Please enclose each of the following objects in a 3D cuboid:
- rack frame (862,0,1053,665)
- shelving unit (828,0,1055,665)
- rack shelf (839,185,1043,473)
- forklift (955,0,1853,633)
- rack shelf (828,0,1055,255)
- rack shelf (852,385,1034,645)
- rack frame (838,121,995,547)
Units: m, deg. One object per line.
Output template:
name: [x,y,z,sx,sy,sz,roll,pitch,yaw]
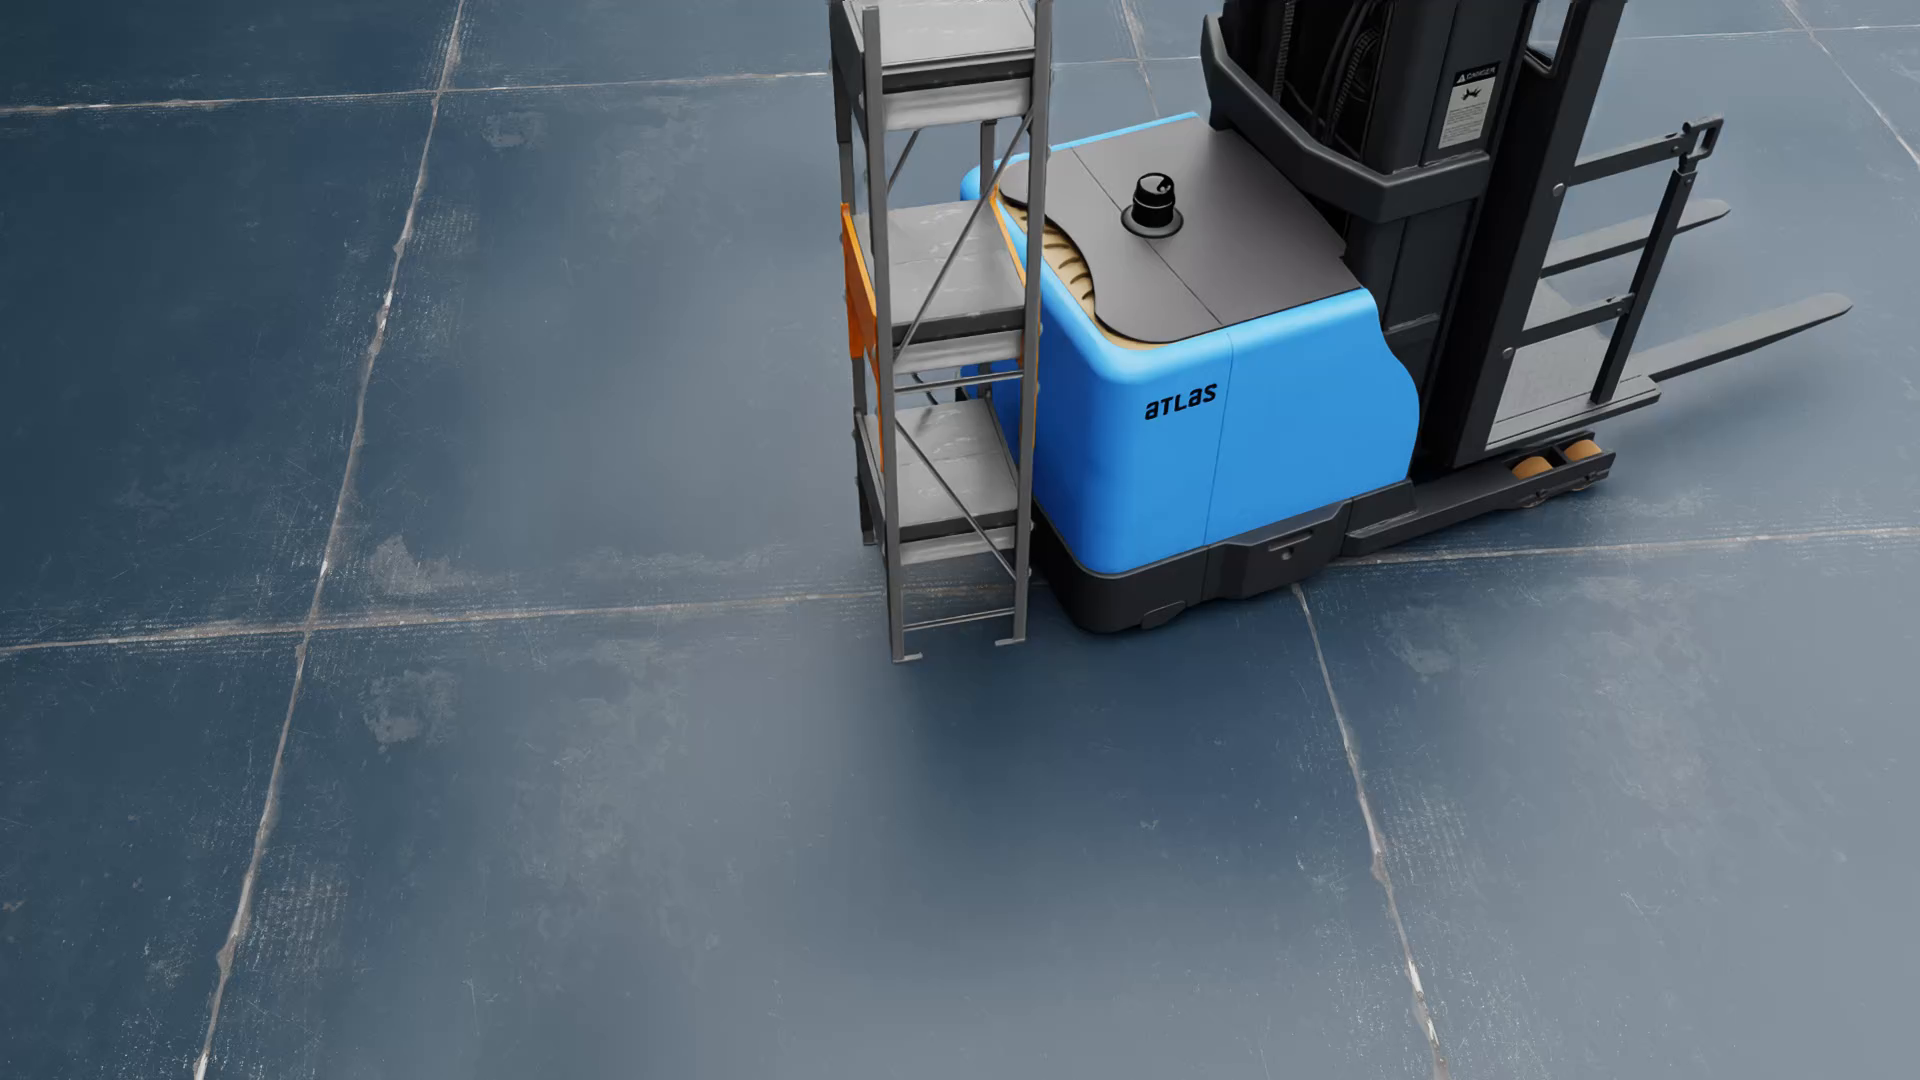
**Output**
rack frame: [-0.003,-0.391,4.174,0.400,2.100,0.015,-9,47,-9]
shelving unit: [-0.056,-0.564,4.338,0.431,2.100,0.503,-9,47,-9]
rack shelf: [-0.056,-0.555,4.348,0.431,0.518,0.480,-9,47,-9]
forklift: [1.550,-1.448,4.603,3.031,2.935,1.130,-18,49,-16]
rack shelf: [-0.056,-1.036,3.840,0.431,0.518,0.480,-9,47,-9]
rack shelf: [-0.056,-0.073,4.856,0.431,0.518,0.480,-9,47,-9]
rack frame: [-0.109,-0.737,4.502,0.400,2.100,0.015,-9,47,-9]
